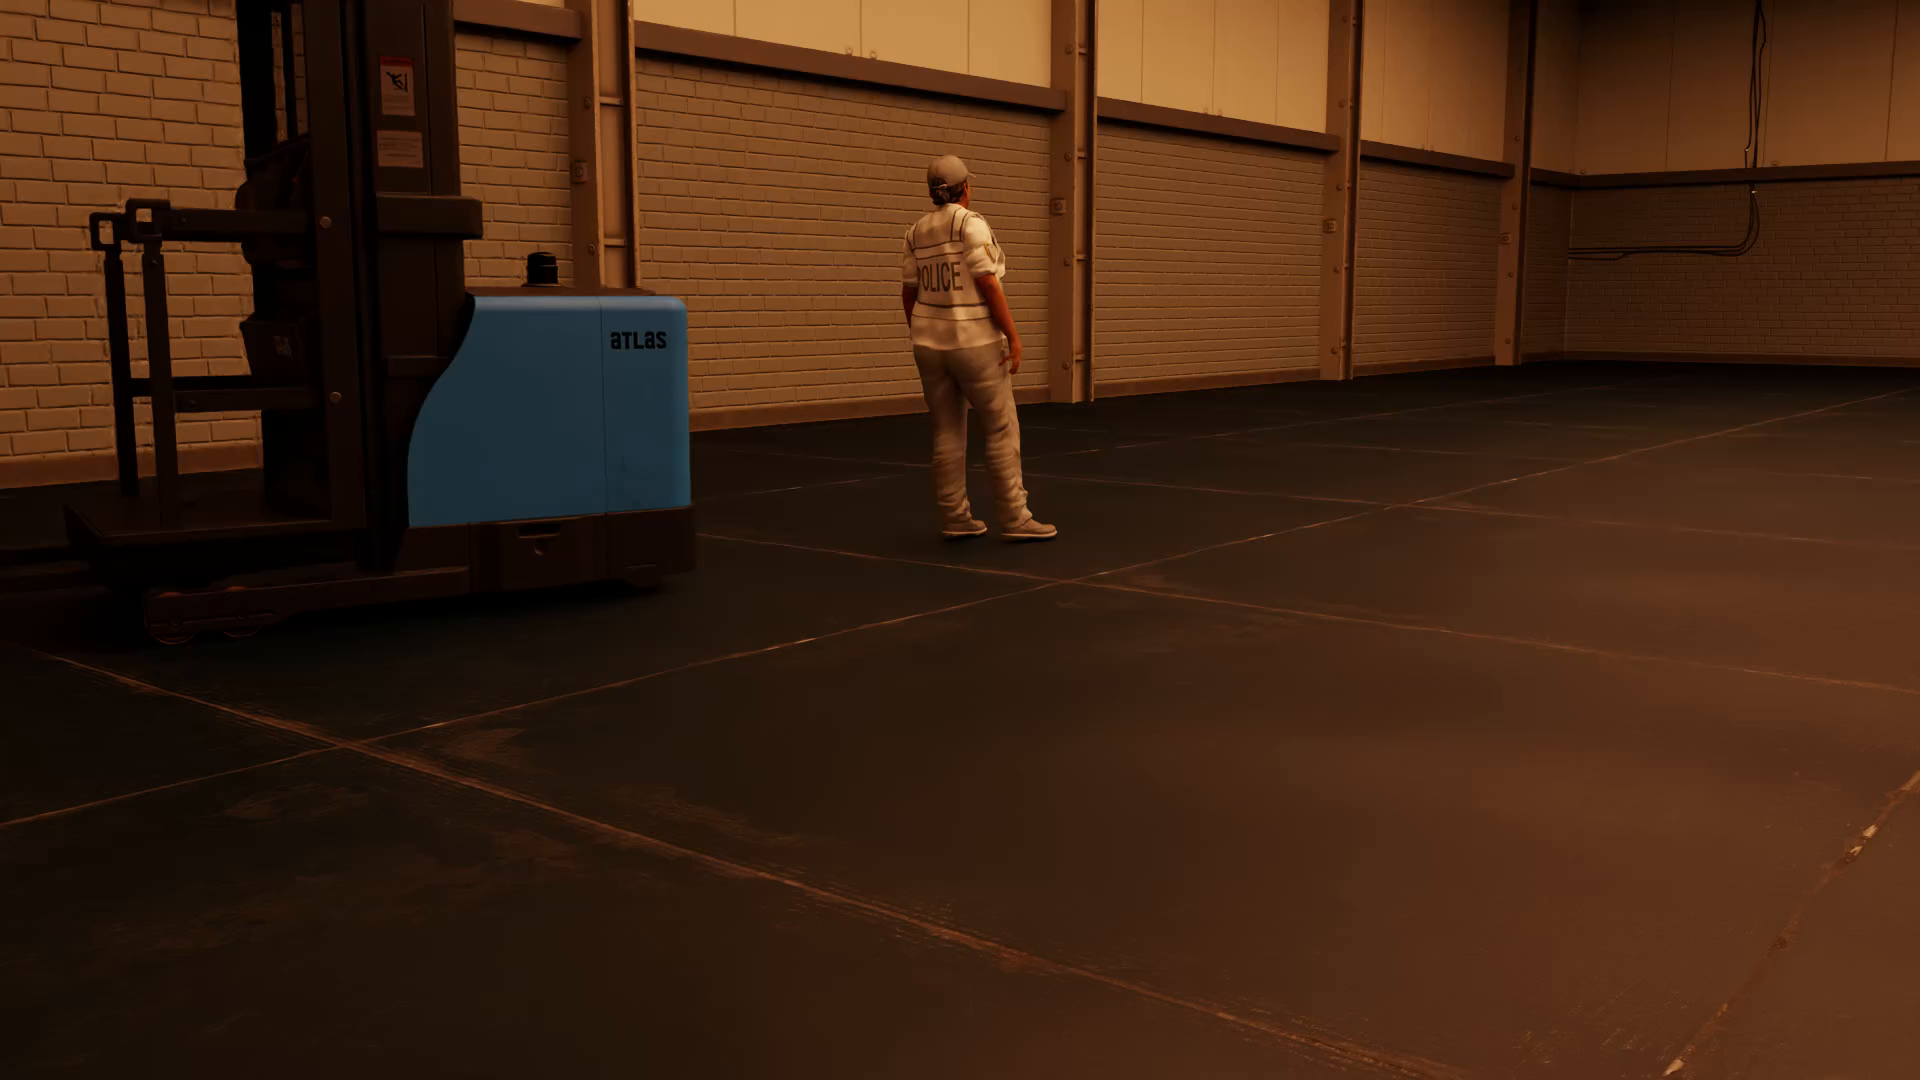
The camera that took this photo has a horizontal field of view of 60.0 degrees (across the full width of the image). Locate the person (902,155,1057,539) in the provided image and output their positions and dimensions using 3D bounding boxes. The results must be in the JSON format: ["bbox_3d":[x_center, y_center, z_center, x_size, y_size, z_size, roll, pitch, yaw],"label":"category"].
[{"bbox_3d":[0.066,-0.838,7.328,0.598,1.670,0.529,7,11,38],"label":"person"}]

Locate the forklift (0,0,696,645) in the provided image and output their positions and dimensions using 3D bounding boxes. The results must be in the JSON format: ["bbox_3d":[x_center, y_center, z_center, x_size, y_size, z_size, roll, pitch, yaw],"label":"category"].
[{"bbox_3d":[-2.494,-1.210,5.553,3.031,2.935,1.130,-5,10,-33],"label":"forklift"}]
